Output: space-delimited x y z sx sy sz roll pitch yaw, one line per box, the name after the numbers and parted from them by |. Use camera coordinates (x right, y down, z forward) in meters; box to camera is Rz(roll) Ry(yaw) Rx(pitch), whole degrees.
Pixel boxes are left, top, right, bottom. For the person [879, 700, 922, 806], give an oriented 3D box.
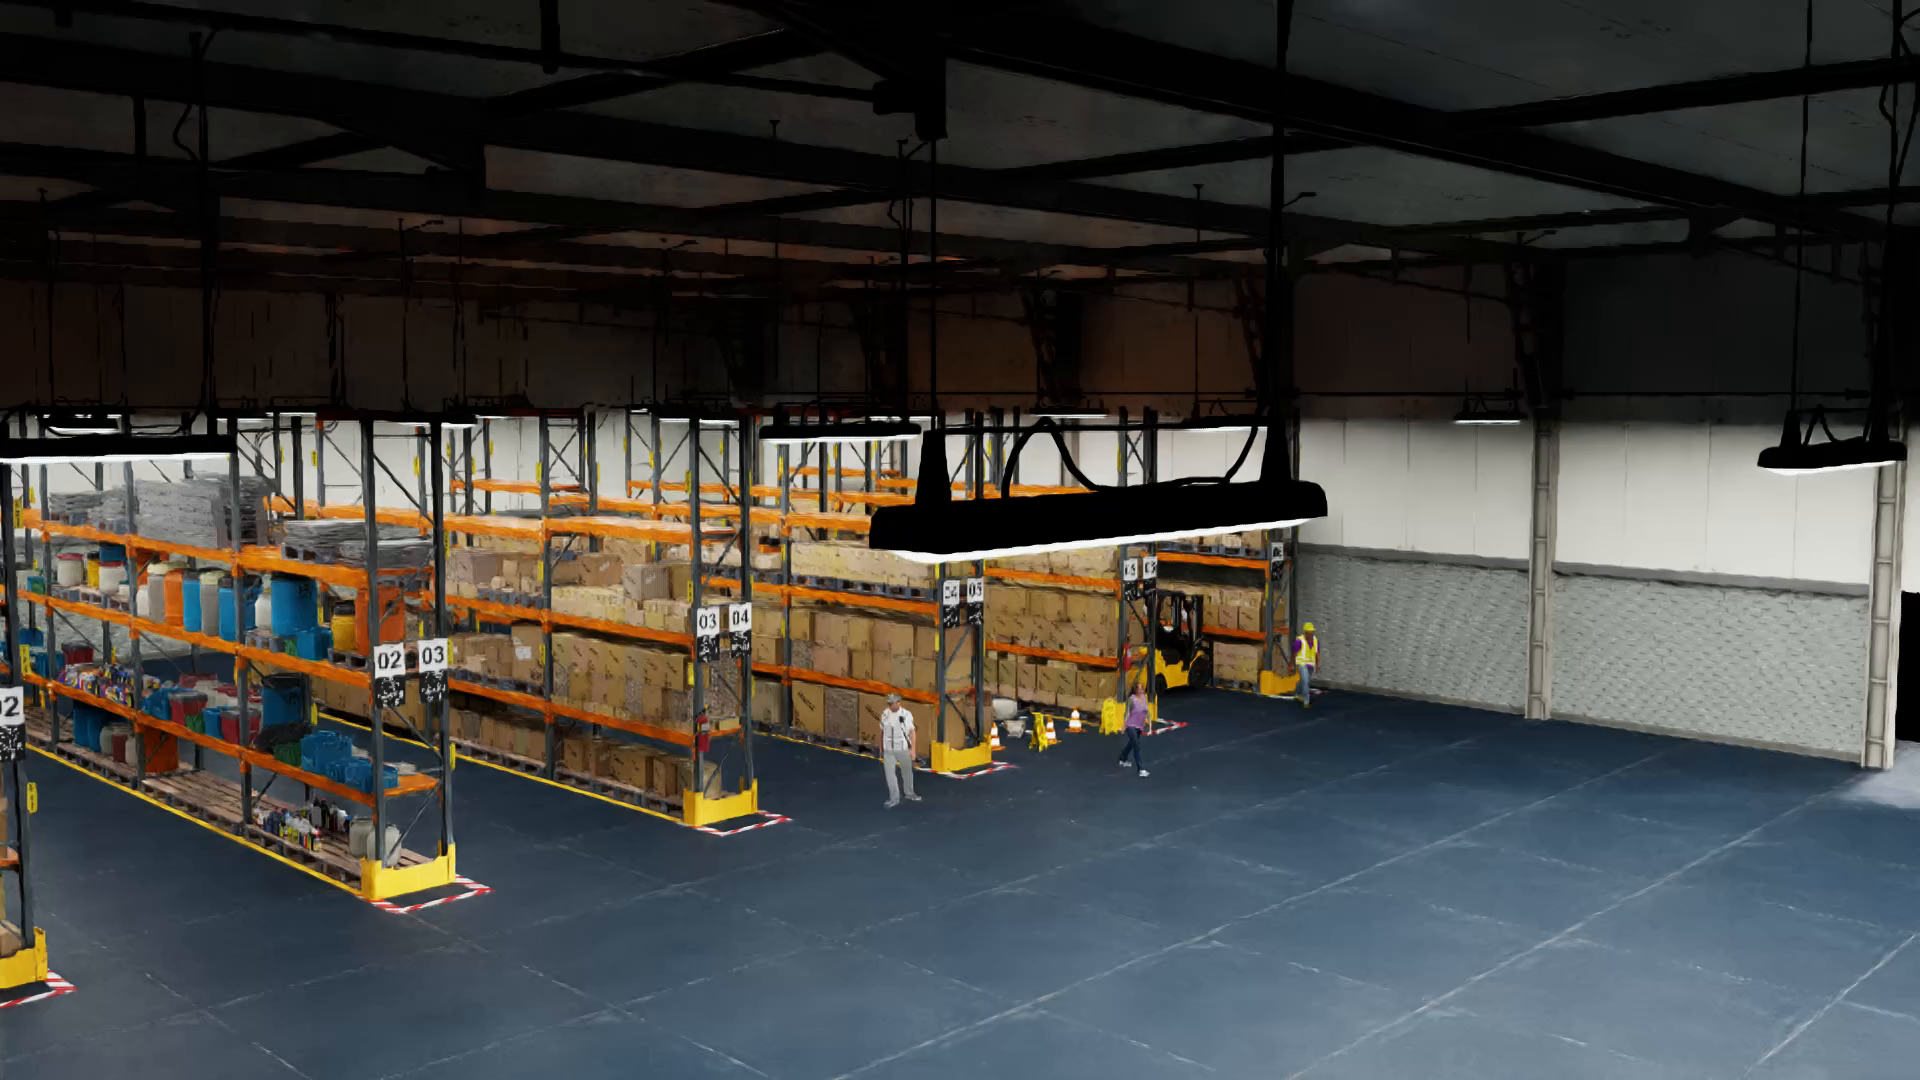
-0.936 3.214 25.650 0.656 1.714 0.563 1 5 15 | person

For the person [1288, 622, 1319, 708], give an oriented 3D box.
6.985 2.504 33.672 0.614 1.713 0.971 -2 6 -25 | person

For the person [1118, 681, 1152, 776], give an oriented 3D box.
2.934 3.101 27.681 0.408 1.532 0.962 -4 6 -36 | person
